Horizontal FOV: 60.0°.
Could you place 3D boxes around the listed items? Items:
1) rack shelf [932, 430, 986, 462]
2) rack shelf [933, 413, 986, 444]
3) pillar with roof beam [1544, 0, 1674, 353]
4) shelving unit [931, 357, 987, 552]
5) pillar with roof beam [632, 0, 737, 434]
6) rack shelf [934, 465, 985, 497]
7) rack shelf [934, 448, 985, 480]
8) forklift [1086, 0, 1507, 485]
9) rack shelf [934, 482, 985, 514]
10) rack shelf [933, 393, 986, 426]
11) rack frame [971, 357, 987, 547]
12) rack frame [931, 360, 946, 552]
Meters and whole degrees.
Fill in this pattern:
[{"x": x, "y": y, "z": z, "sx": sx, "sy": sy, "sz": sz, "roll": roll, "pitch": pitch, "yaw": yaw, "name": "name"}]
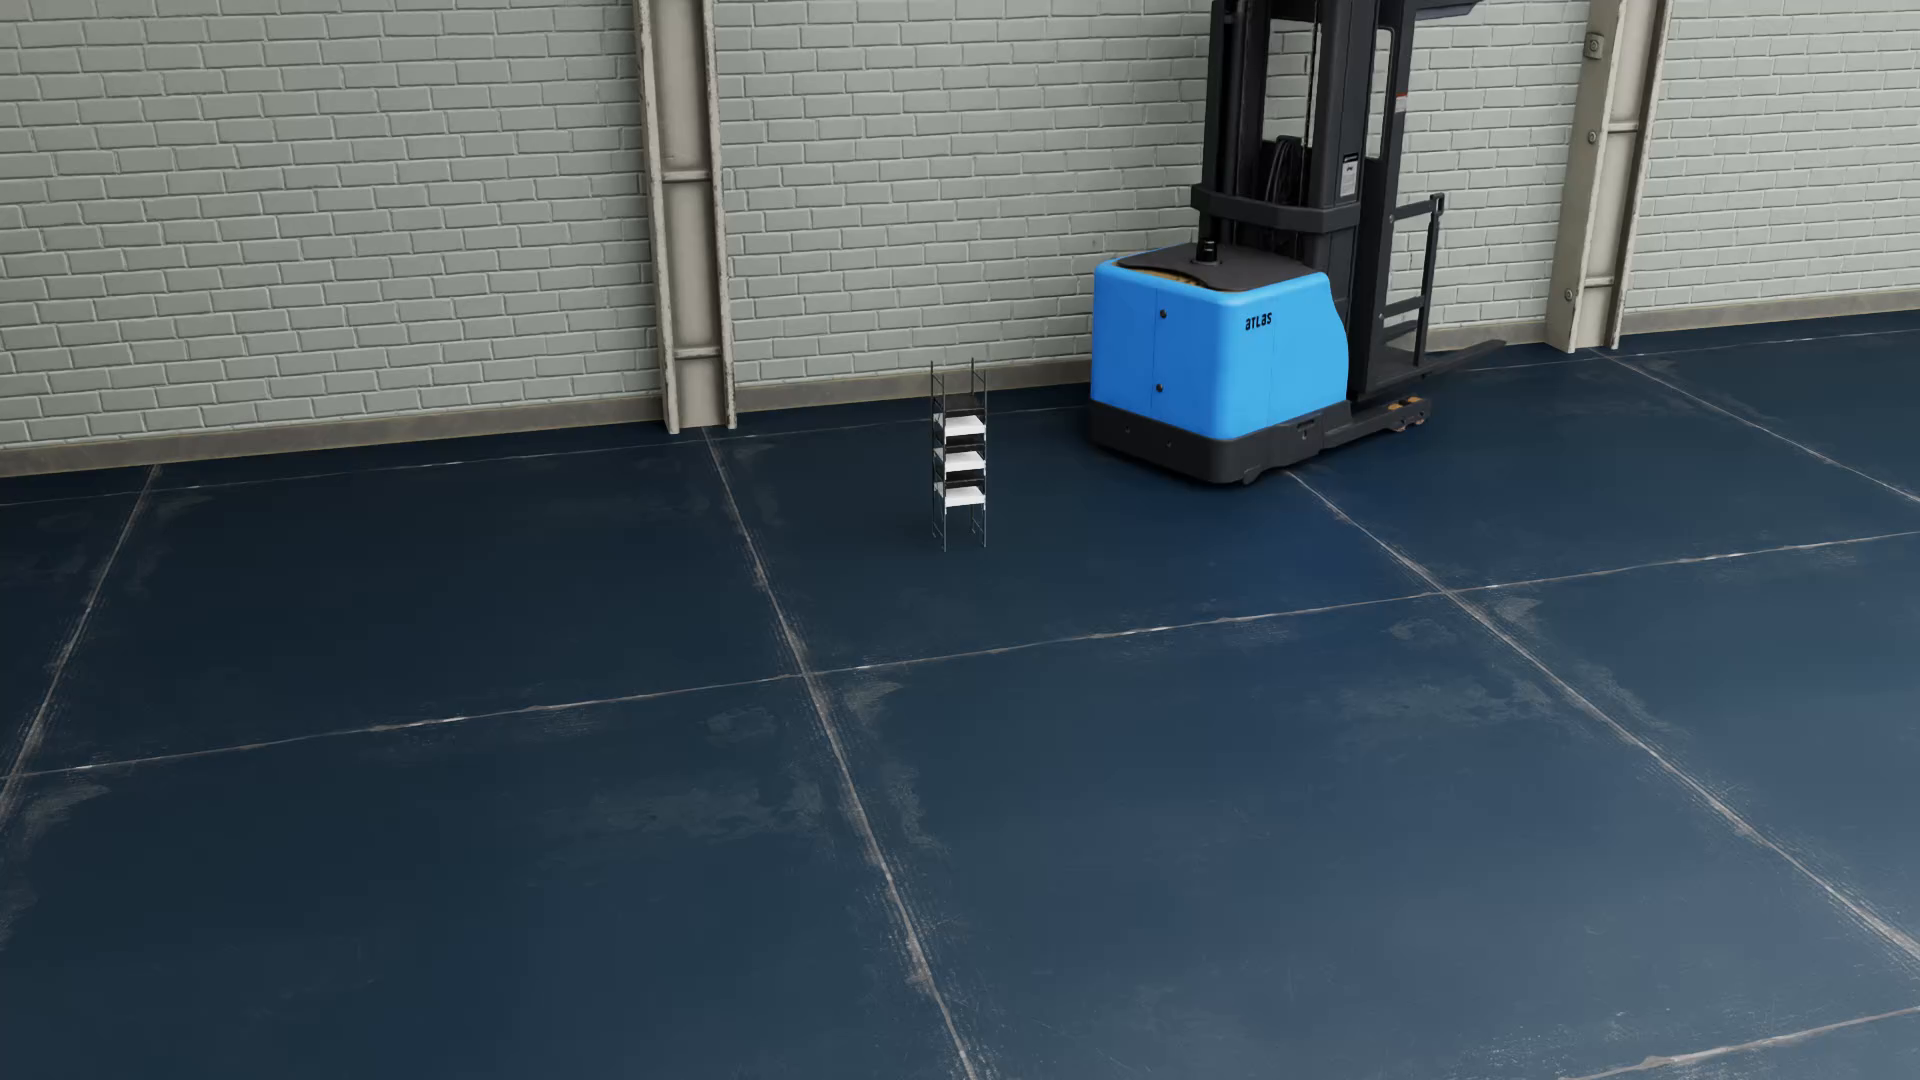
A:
[{"x": -0.008, "y": -0.465, "z": 8.048, "sx": 0.200, "sy": 0.077, "sz": 0.258, "roll": -6, "pitch": 24, "yaw": -14, "name": "rack shelf"}, {"x": -0.008, "y": -0.547, "z": 8.013, "sx": 0.200, "sy": 0.077, "sz": 0.258, "roll": -6, "pitch": 24, "yaw": -14, "name": "rack shelf"}, {"x": 5.396, "y": -3.836, "z": 5.779, "sx": 0.400, "sy": 9.000, "sz": 9.100, "roll": -6, "pitch": 24, "yaw": -14, "name": "pillar with roof beam"}, {"x": -0.008, "y": -0.413, "z": 8.071, "sx": 0.210, "sy": 0.900, "sz": 0.258, "roll": -6, "pitch": 24, "yaw": -14, "name": "shelving unit"}, {"x": -0.381, "y": -3.197, "z": 4.289, "sx": 0.400, "sy": 9.000, "sz": 9.100, "roll": -6, "pitch": 24, "yaw": -14, "name": "pillar with roof beam"}, {"x": -0.008, "y": -0.299, "z": 8.119, "sx": 0.200, "sy": 0.077, "sz": 0.258, "roll": -6, "pitch": 24, "yaw": -14, "name": "rack shelf"}, {"x": -0.008, "y": -0.382, "z": 8.084, "sx": 0.200, "sy": 0.077, "sz": 0.258, "roll": -6, "pitch": 24, "yaw": -14, "name": "rack shelf"}, {"x": 2.151, "y": -2.112, "z": 9.455, "sx": 3.031, "sy": 2.935, "sz": 1.130, "roll": -19, "pitch": 30, "yaw": -38, "name": "forklift"}, {"x": -0.008, "y": -0.217, "z": 8.155, "sx": 0.200, "sy": 0.077, "sz": 0.258, "roll": -6, "pitch": 24, "yaw": -14, "name": "rack shelf"}, {"x": -0.008, "y": -0.630, "z": 7.977, "sx": 0.200, "sy": 0.077, "sz": 0.258, "roll": -6, "pitch": 24, "yaw": -14, "name": "rack shelf"}, {"x": 0.090, "y": -0.424, "z": 8.096, "sx": 0.006, "sy": 0.900, "sz": 0.240, "roll": -6, "pitch": 24, "yaw": -14, "name": "rack frame"}, {"x": -0.106, "y": -0.402, "z": 8.045, "sx": 0.006, "sy": 0.900, "sz": 0.240, "roll": -6, "pitch": 24, "yaw": -14, "name": "rack frame"}]
